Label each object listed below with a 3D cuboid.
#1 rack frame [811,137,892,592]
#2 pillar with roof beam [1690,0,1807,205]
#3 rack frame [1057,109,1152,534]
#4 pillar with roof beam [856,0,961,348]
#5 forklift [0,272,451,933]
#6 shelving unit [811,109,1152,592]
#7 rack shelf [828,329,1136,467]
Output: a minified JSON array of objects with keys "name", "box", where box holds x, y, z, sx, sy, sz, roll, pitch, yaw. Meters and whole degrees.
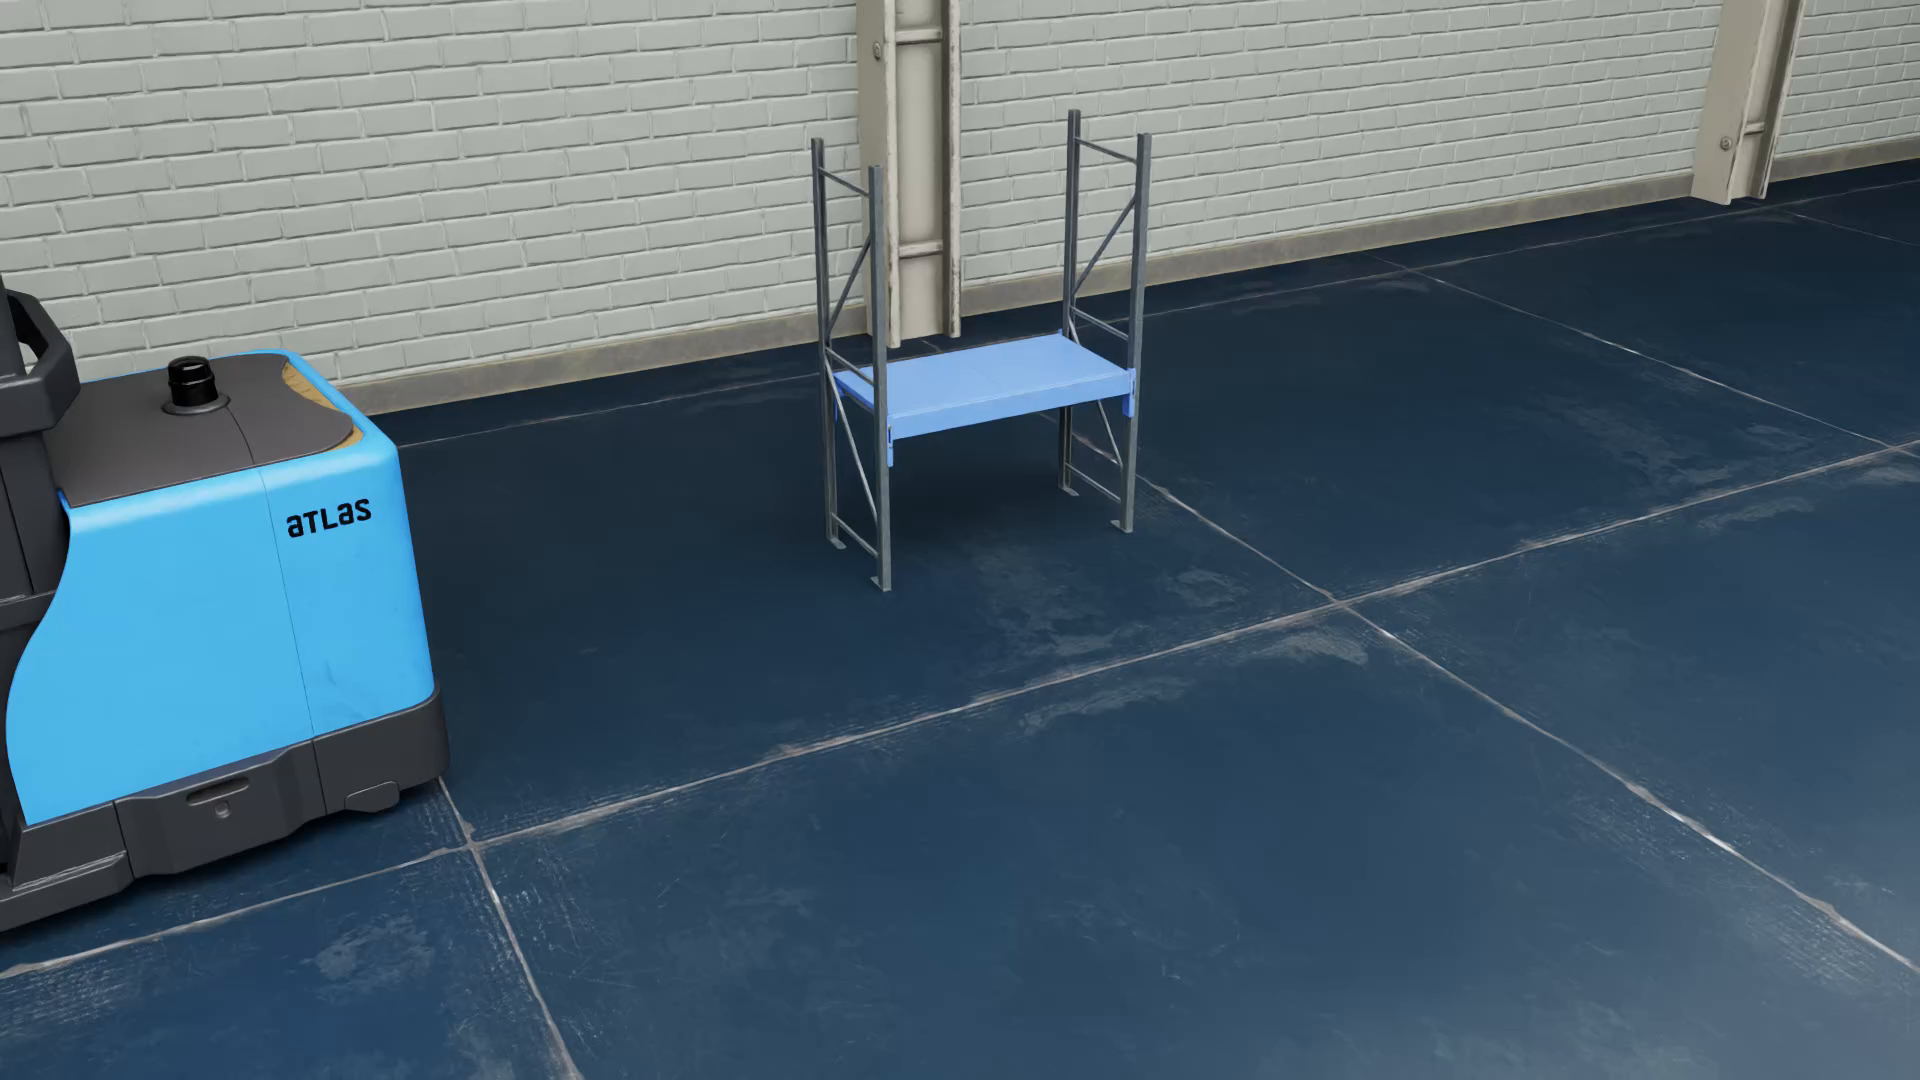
[{"name":"rack frame","box":[-0.373,-0.590,5.746,0.032,1.500,0.500,-13,29,-25]},{"name":"pillar with roof beam","box":[7.080,-4.681,5.602,0.400,9.000,9.100,-13,29,-25]},{"name":"rack frame","box":[0.524,-0.797,6.177,0.032,1.500,0.500,-13,29,-25]},{"name":"pillar with roof beam","box":[1.785,-3.459,3.057,0.400,9.000,9.100,-13,29,-25]},{"name":"forklift","box":[-2.950,-0.405,3.708,3.031,2.935,1.130,-17,31,-32]},{"name":"shelving unit","box":[0.075,-0.693,5.962,1.048,1.500,0.538,-13,29,-25]},{"name":"rack shelf","box":[0.075,-0.531,6.039,1.000,0.185,0.538,-13,29,-25]}]
